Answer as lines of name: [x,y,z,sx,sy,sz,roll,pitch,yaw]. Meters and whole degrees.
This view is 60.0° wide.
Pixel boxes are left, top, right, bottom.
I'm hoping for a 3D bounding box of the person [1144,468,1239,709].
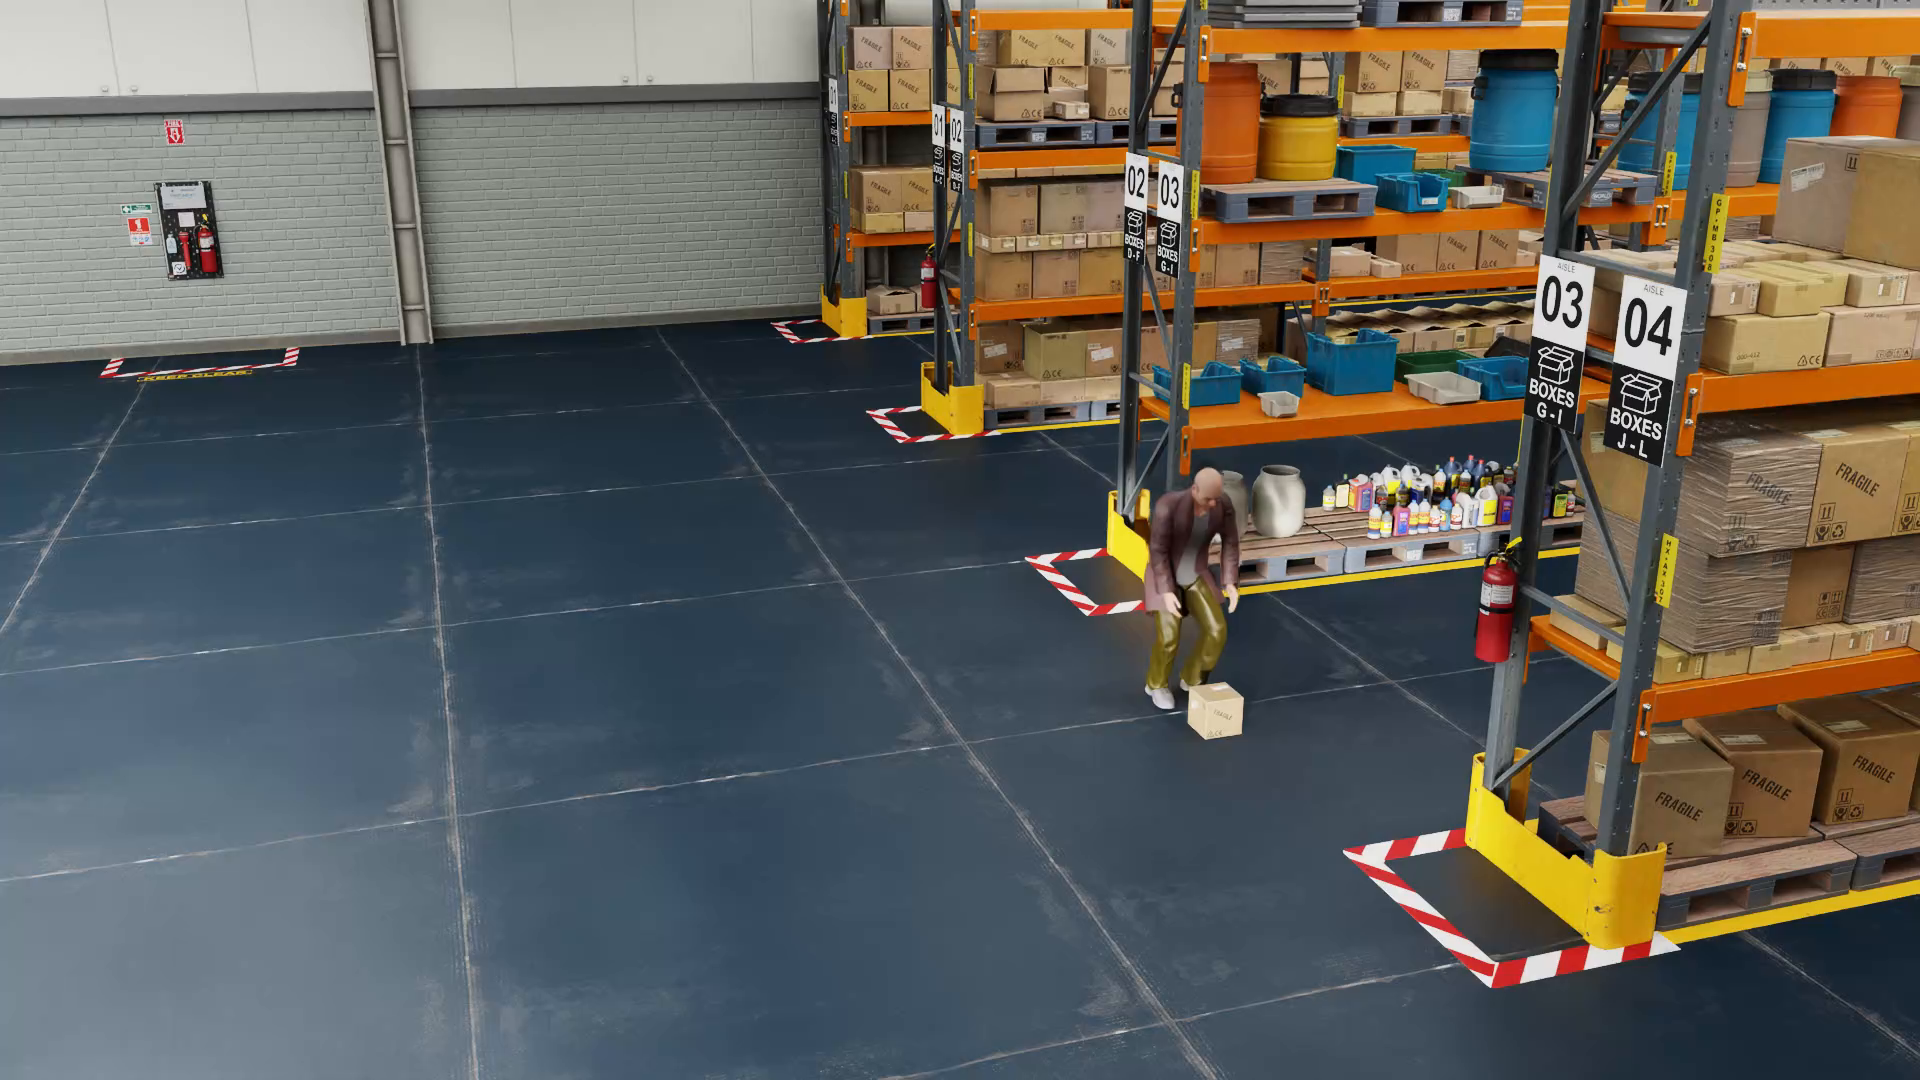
person: [1.461,0.267,10.580,0.620,1.611,0.564,-6,20,-17]
